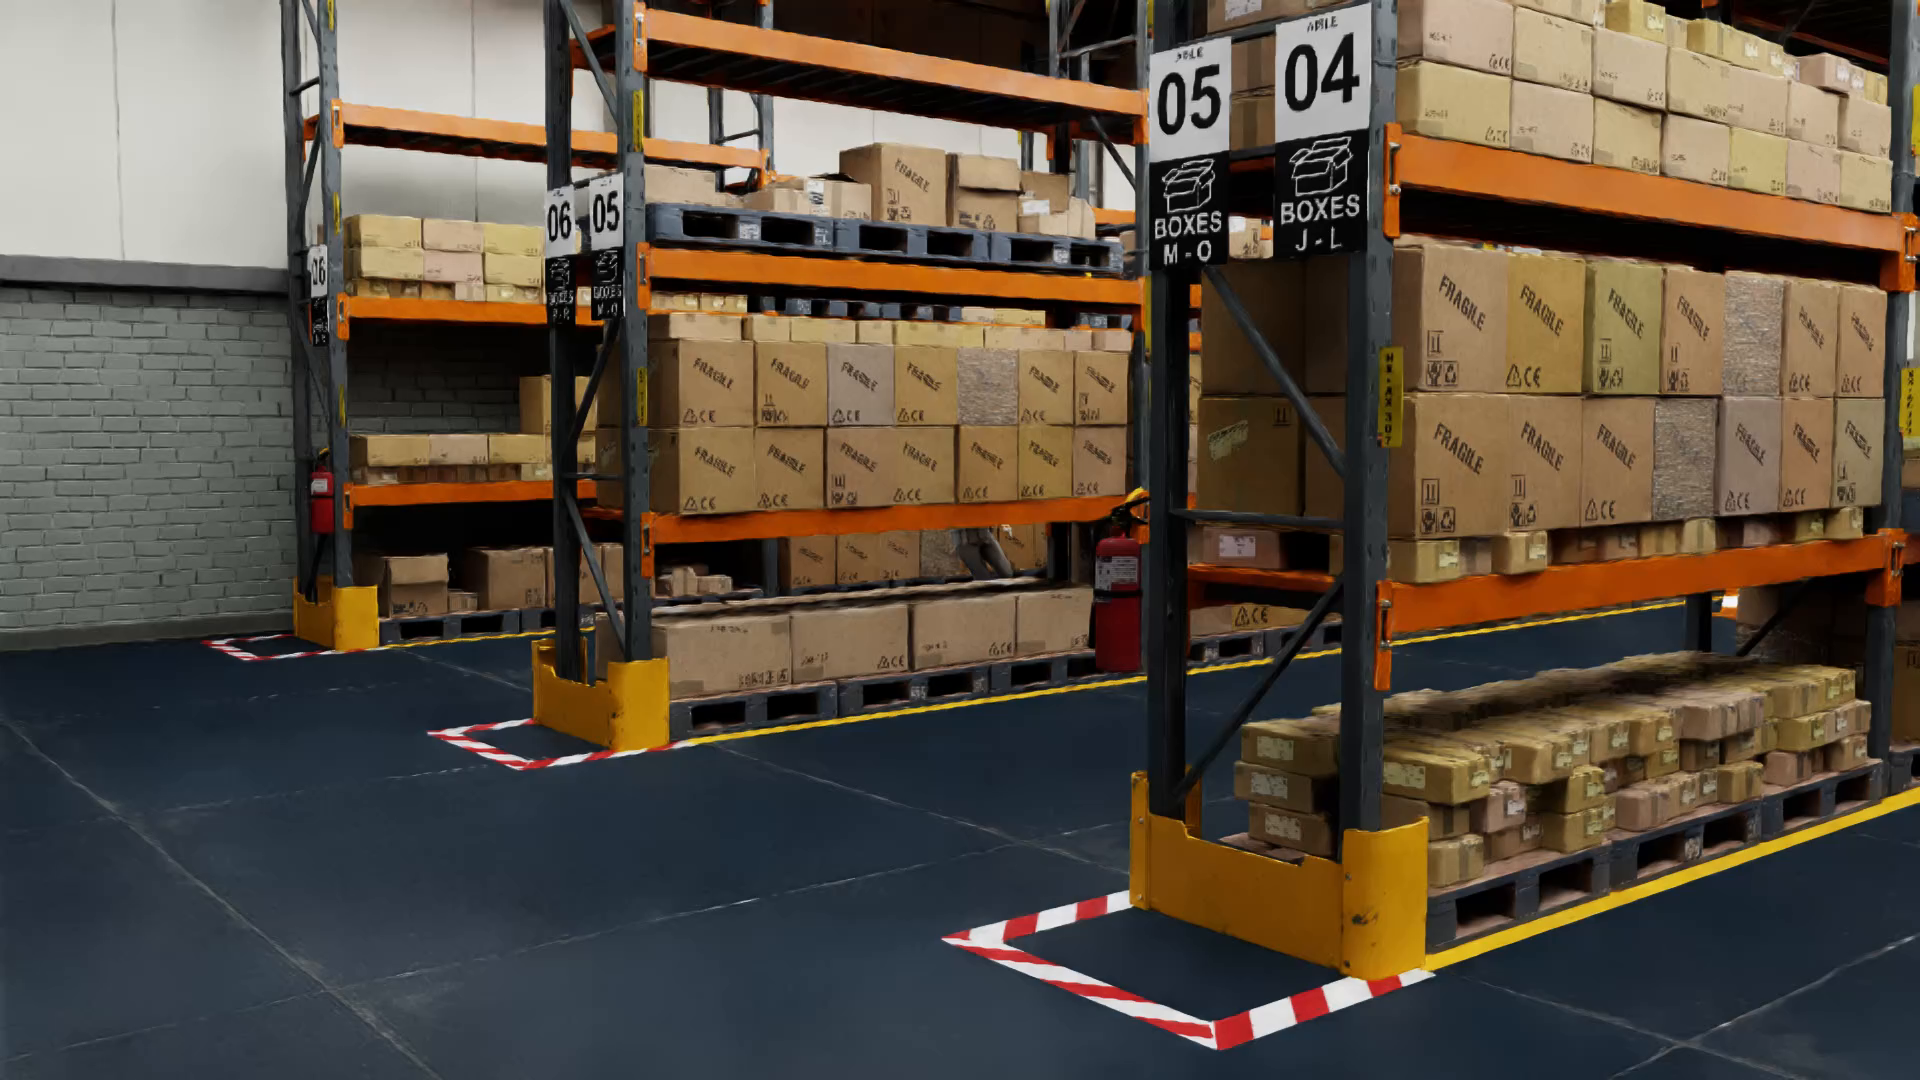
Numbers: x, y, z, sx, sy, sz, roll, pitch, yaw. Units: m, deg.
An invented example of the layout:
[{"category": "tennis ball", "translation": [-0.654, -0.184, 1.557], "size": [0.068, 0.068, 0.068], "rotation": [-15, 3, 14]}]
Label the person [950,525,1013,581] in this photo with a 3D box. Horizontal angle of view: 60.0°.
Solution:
[{"category": "person", "translation": [0.245, -0.001, 14.374], "size": [0.859, 1.557, 0.523], "rotation": [-3, 5, -33]}]
